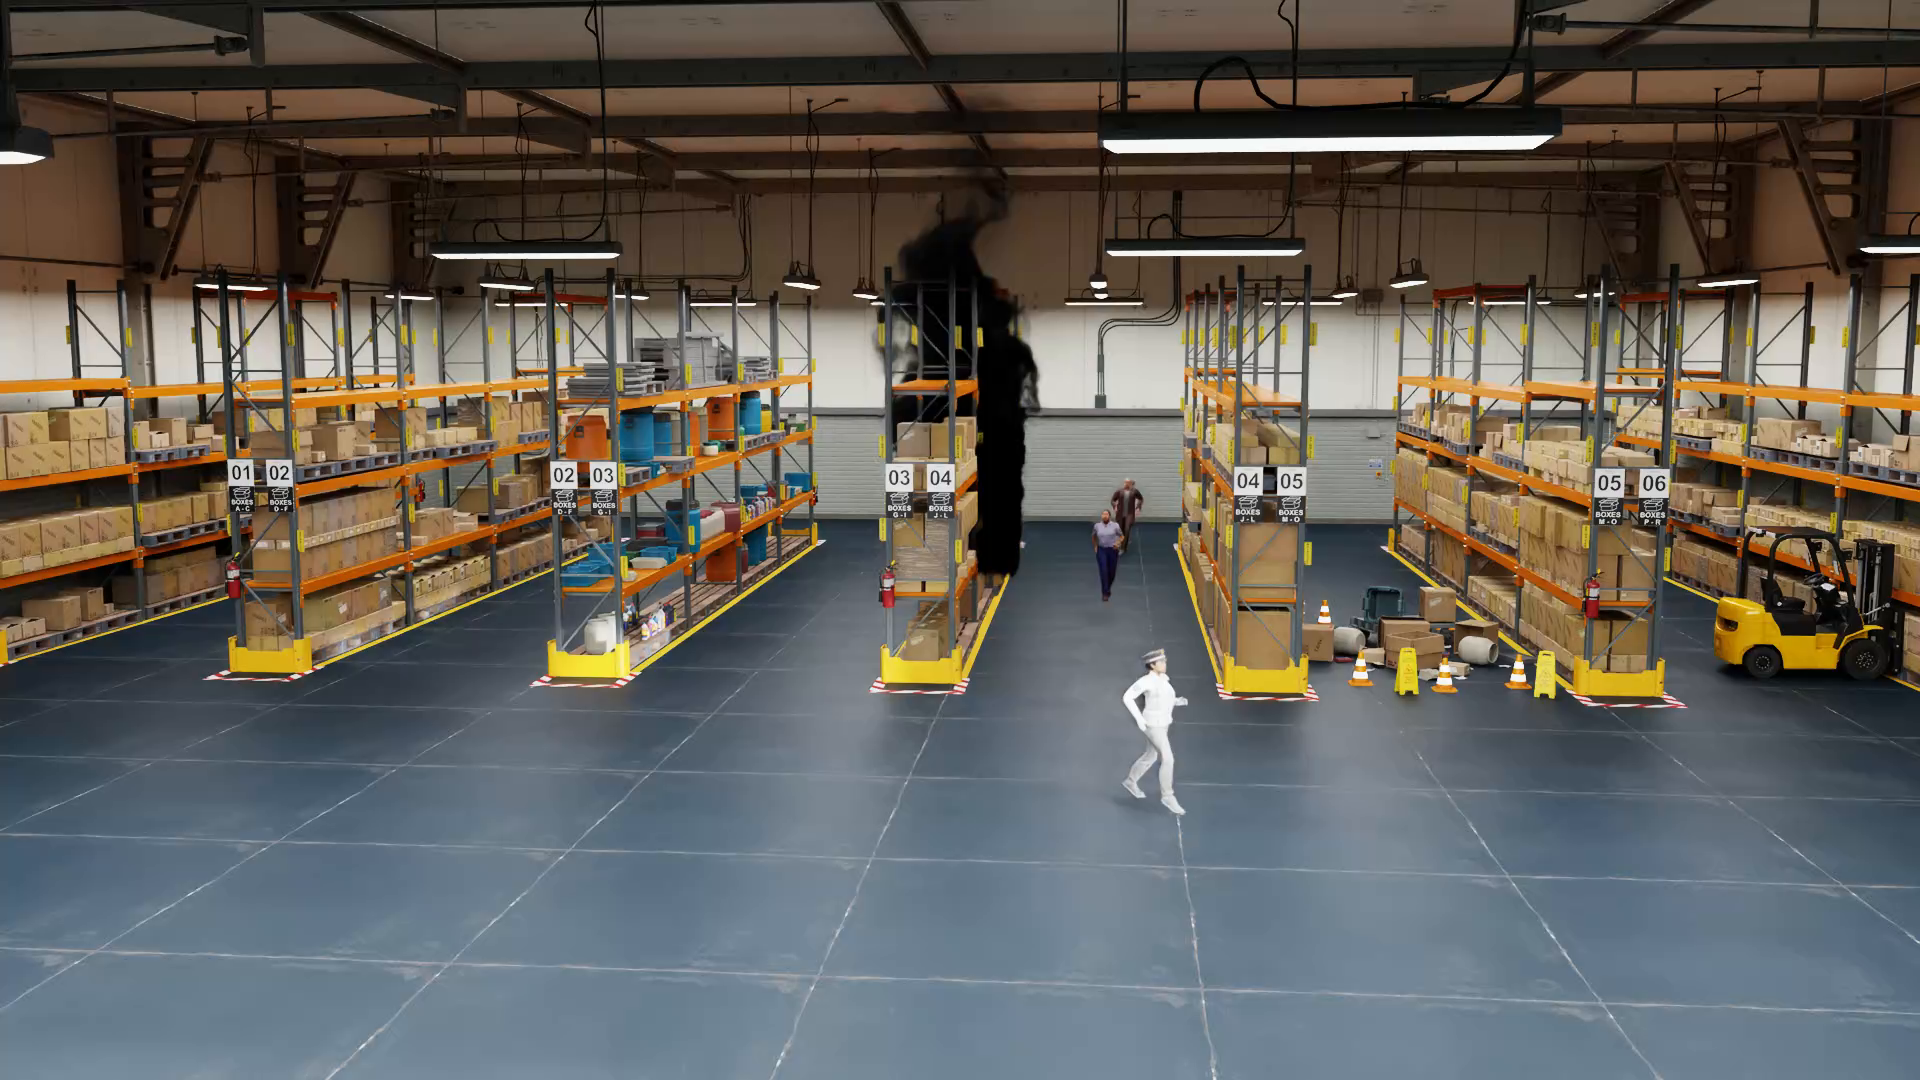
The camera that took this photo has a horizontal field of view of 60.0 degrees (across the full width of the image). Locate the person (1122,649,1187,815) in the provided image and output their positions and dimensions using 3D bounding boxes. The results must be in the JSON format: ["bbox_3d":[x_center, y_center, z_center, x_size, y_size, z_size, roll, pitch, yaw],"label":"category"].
[{"bbox_3d":[2.073,2.009,17.732,0.807,1.742,0.587,4,8,32],"label":"person"}]

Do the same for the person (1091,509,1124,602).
[{"bbox_3d":[2.667,0.265,30.144,0.602,1.638,0.652,0,7,4],"label":"person"}]

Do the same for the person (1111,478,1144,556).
[{"bbox_3d":[3.879,-0.527,38.703,0.742,1.711,0.993,2,7,12],"label":"person"}]

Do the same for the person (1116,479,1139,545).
[{"bbox_3d":[3.927,-0.616,39.569,0.841,1.647,0.603,-6,9,-40],"label":"person"}]
